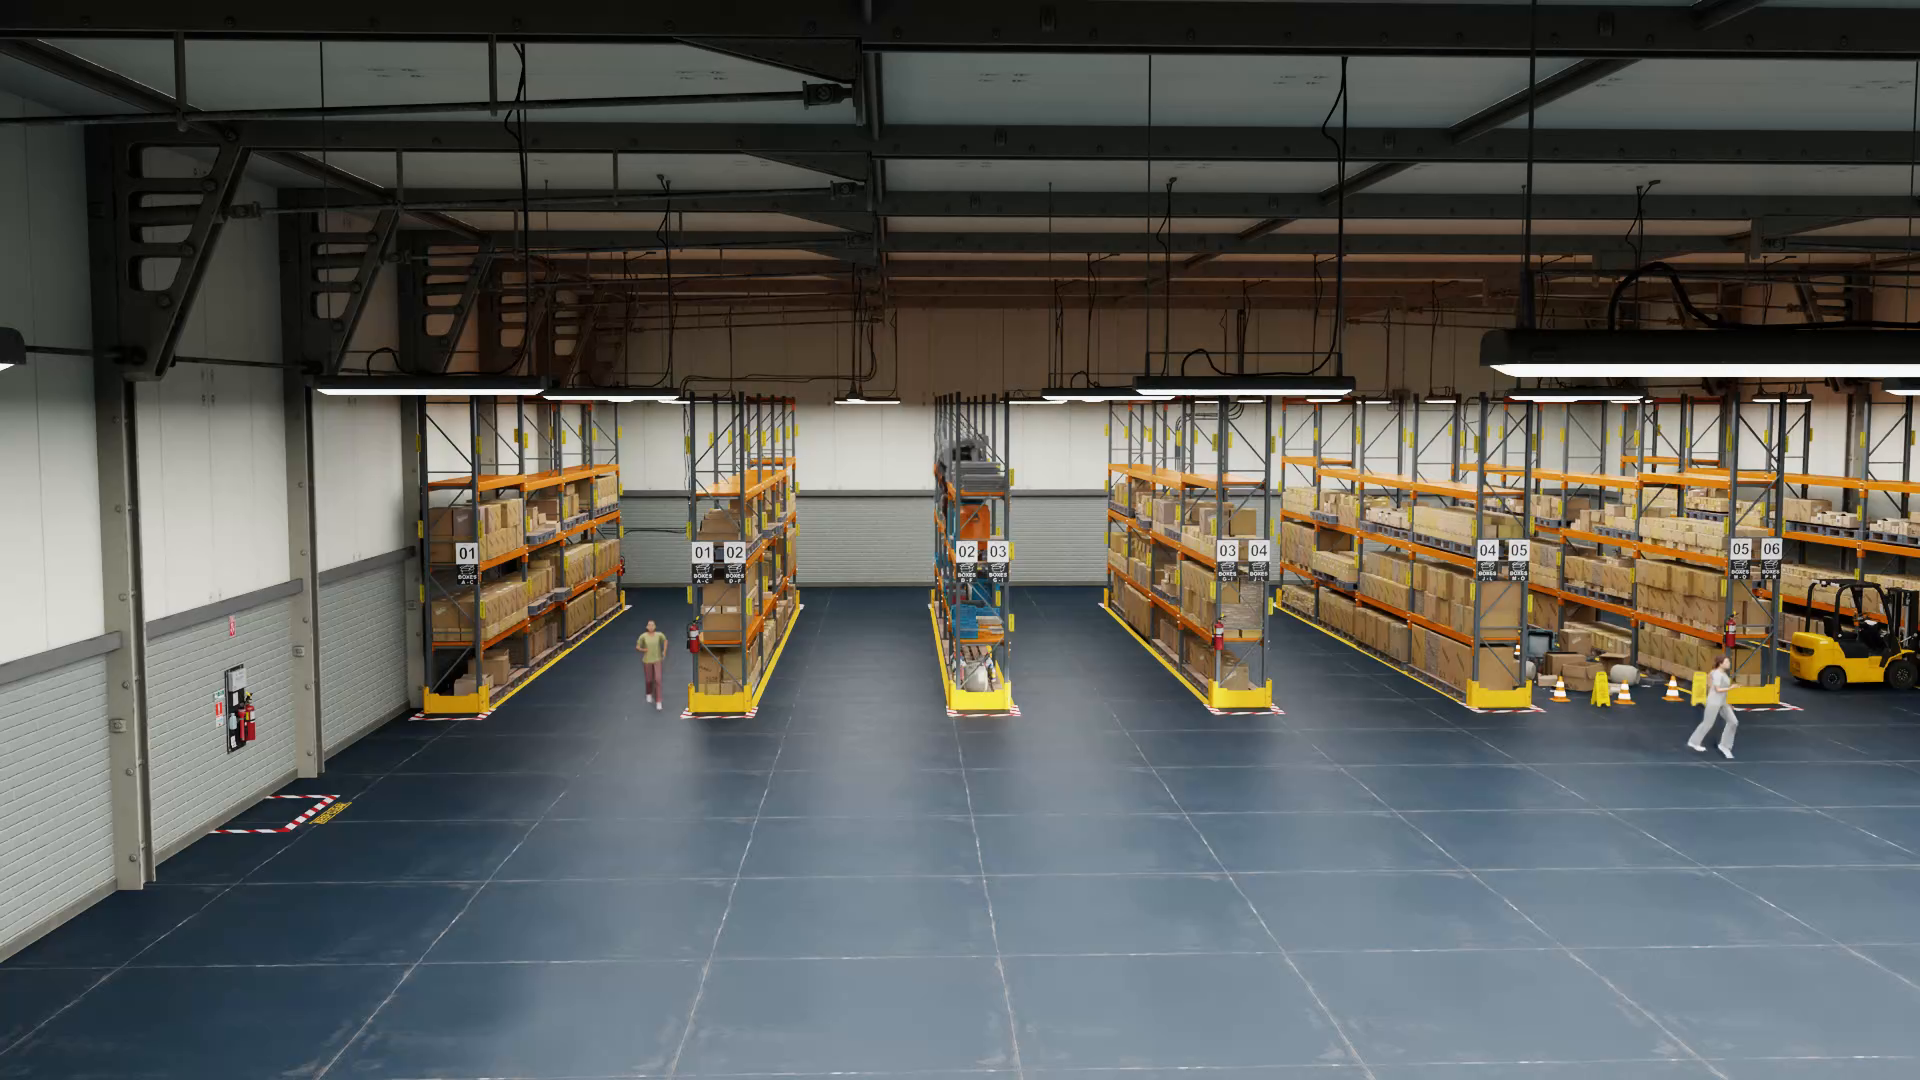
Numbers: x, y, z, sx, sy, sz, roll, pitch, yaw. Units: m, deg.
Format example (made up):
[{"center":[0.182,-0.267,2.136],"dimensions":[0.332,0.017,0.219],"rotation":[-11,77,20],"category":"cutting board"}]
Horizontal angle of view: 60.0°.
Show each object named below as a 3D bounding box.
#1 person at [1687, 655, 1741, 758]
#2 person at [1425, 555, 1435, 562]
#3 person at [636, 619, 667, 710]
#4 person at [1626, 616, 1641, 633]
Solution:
[{"center":[12.347,2.720,27.219],"dimensions":[0.534,1.727,0.814],"rotation":[-4,6,-44],"category":"person"},{"center":[13.933,0.916,49.195],"dimensions":[0.848,1.765,0.676],"rotation":[1,5,8],"category":"person"},{"center":[-5.866,2.332,31.659],"dimensions":[0.603,1.673,0.921],"rotation":[-1,5,-12],"category":"person"},{"center":[16.691,1.585,40.973],"dimensions":[0.711,1.735,0.636],"rotation":[0,5,-4],"category":"person"}]
